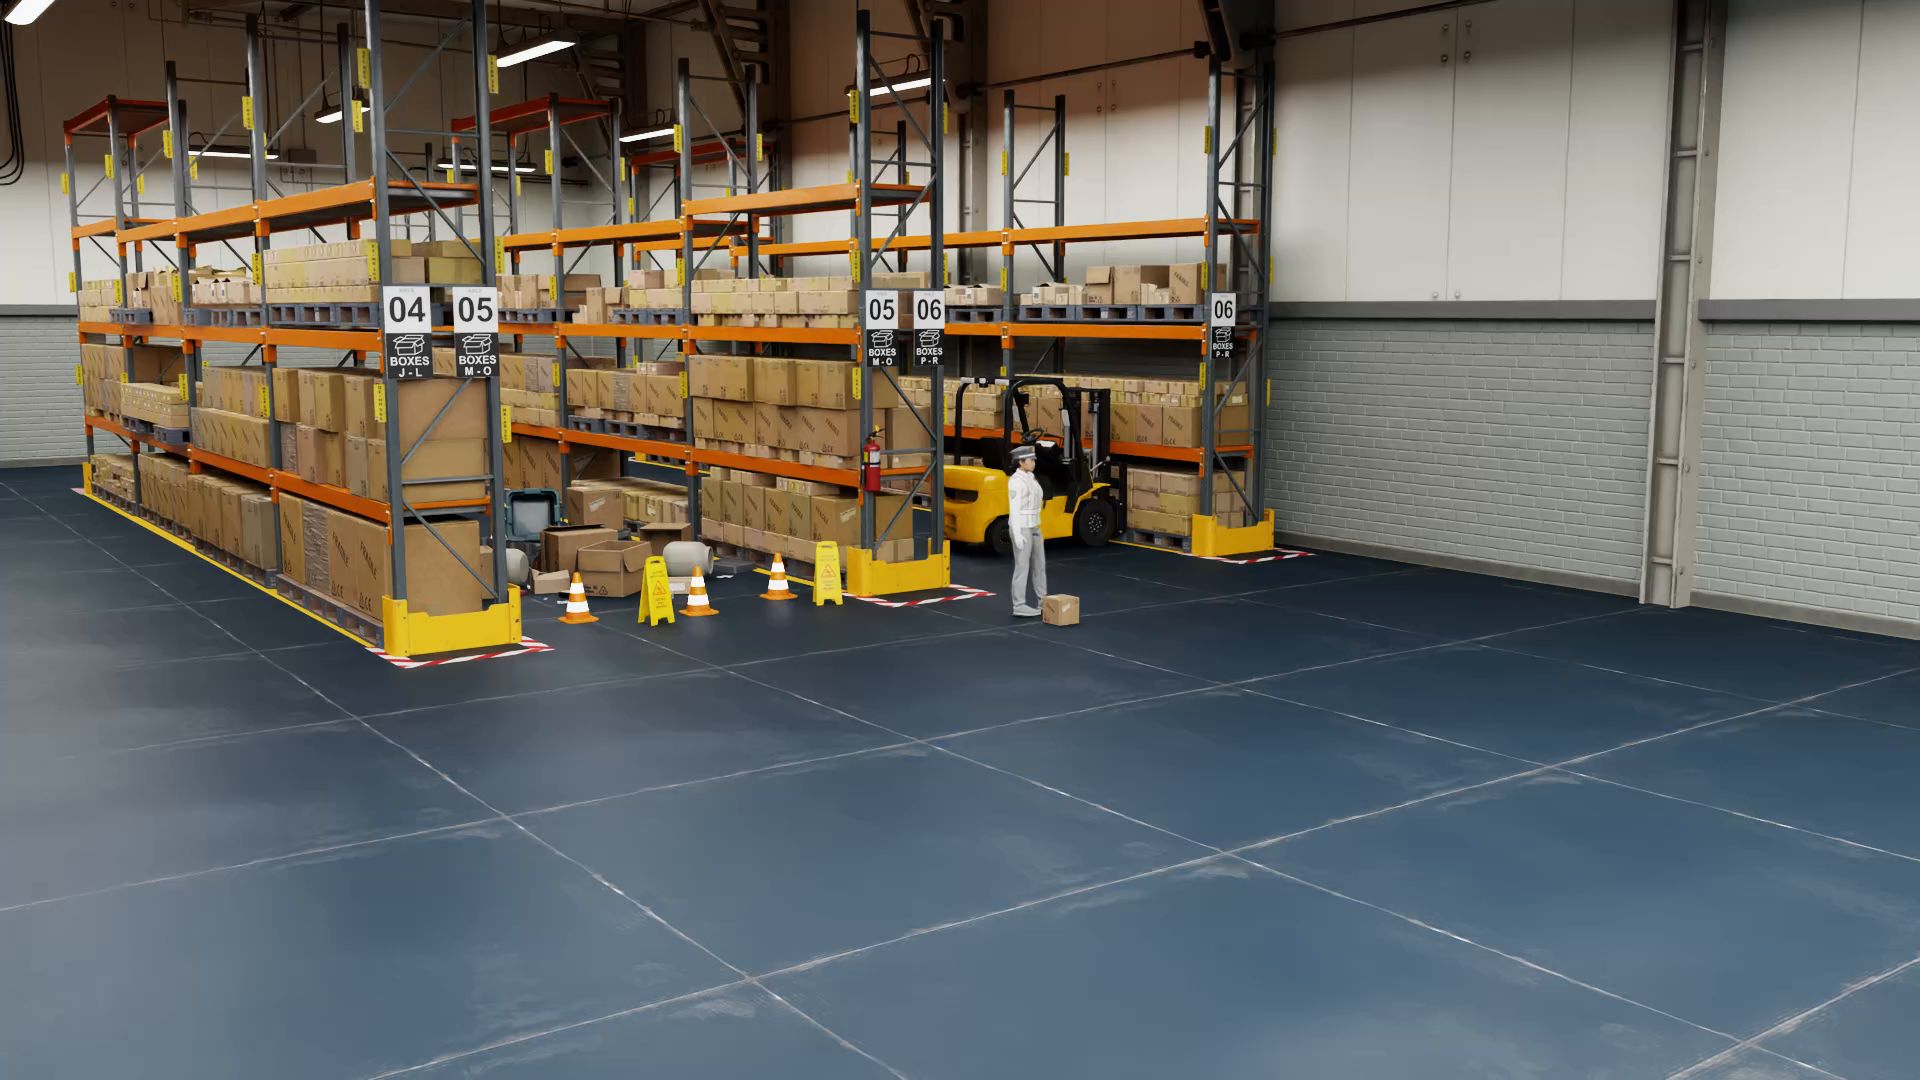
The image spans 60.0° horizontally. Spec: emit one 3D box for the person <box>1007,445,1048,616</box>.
[{"bbox_3d":[0.728,-0.094,16.319,0.489,1.679,0.521,4,9,26],"label":"person"}]
